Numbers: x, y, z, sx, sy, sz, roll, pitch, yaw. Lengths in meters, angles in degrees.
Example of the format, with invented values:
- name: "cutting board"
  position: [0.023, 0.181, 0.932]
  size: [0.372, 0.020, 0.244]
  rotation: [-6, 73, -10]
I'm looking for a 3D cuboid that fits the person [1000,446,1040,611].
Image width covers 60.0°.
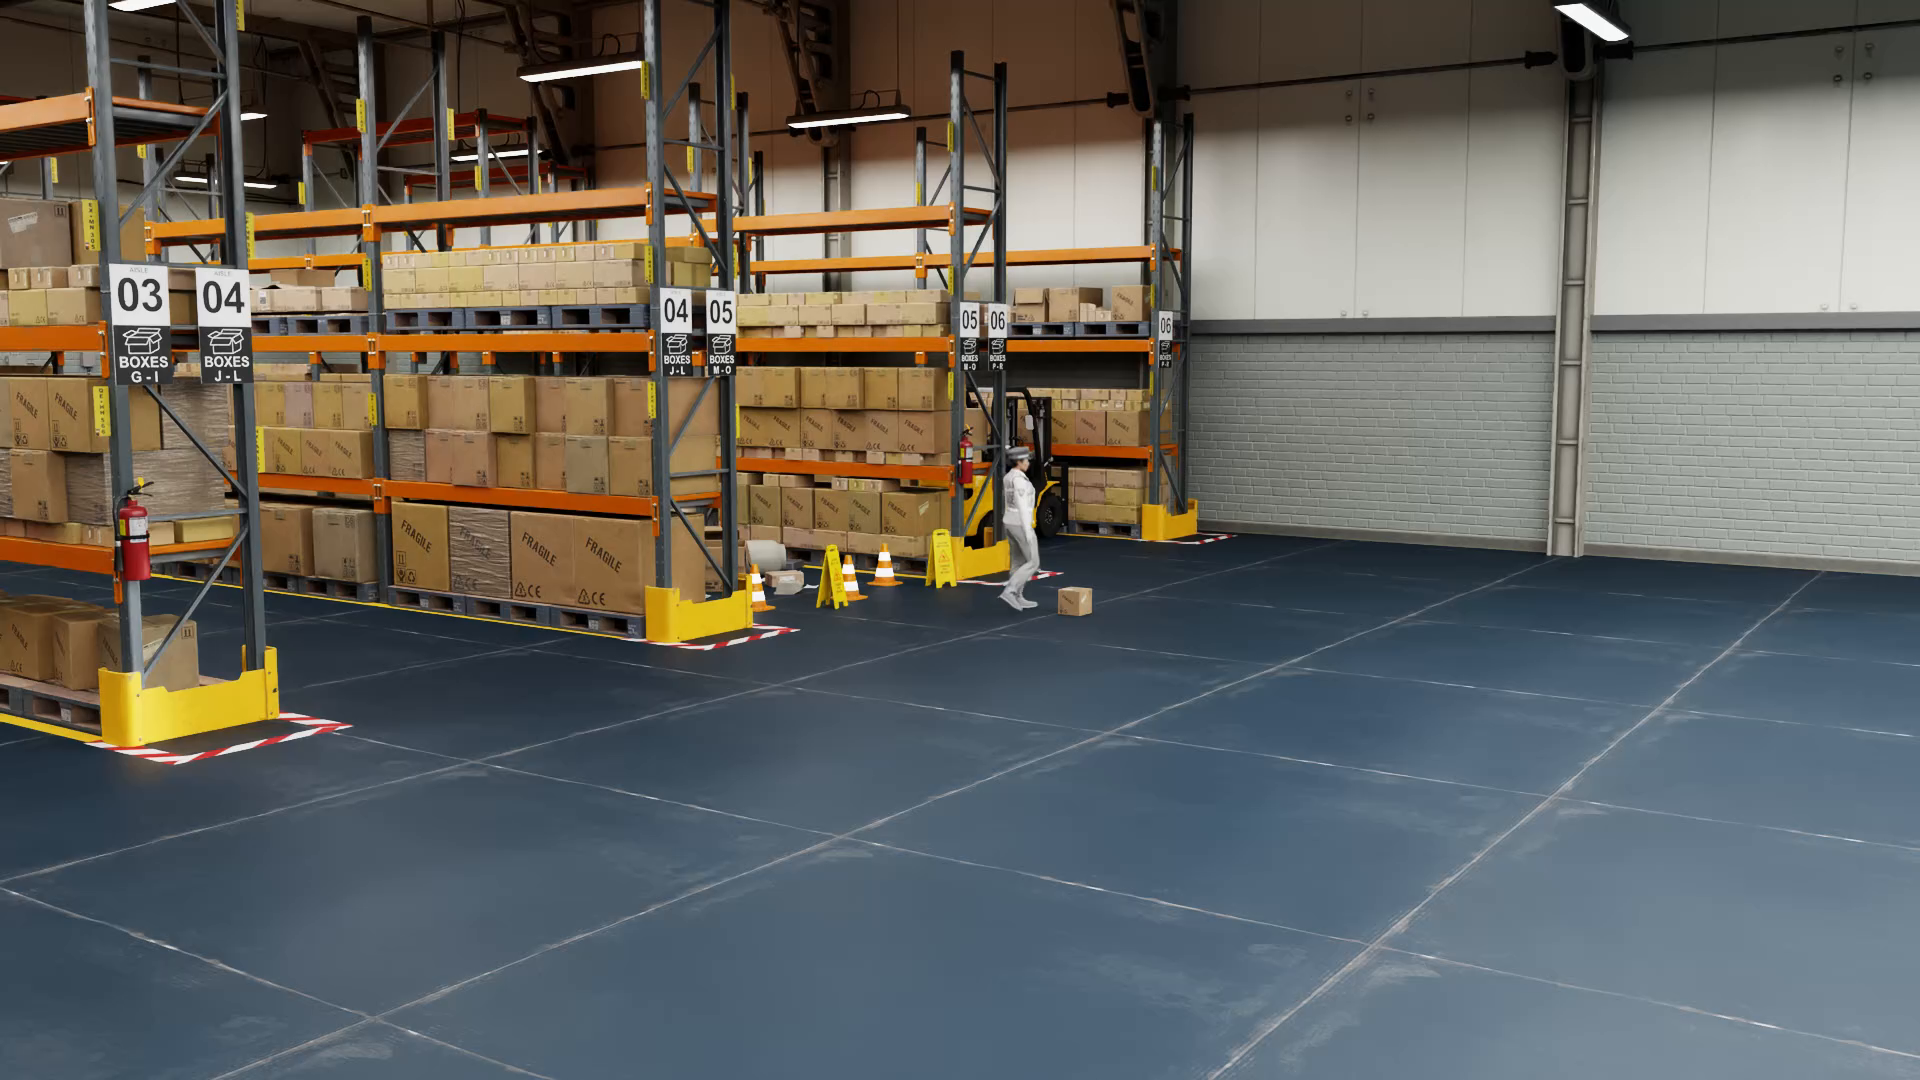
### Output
- name: "person"
  position: [0.591, -0.119, 16.934]
  size: [0.485, 1.672, 0.516]
  rotation: [-2, 7, -16]
